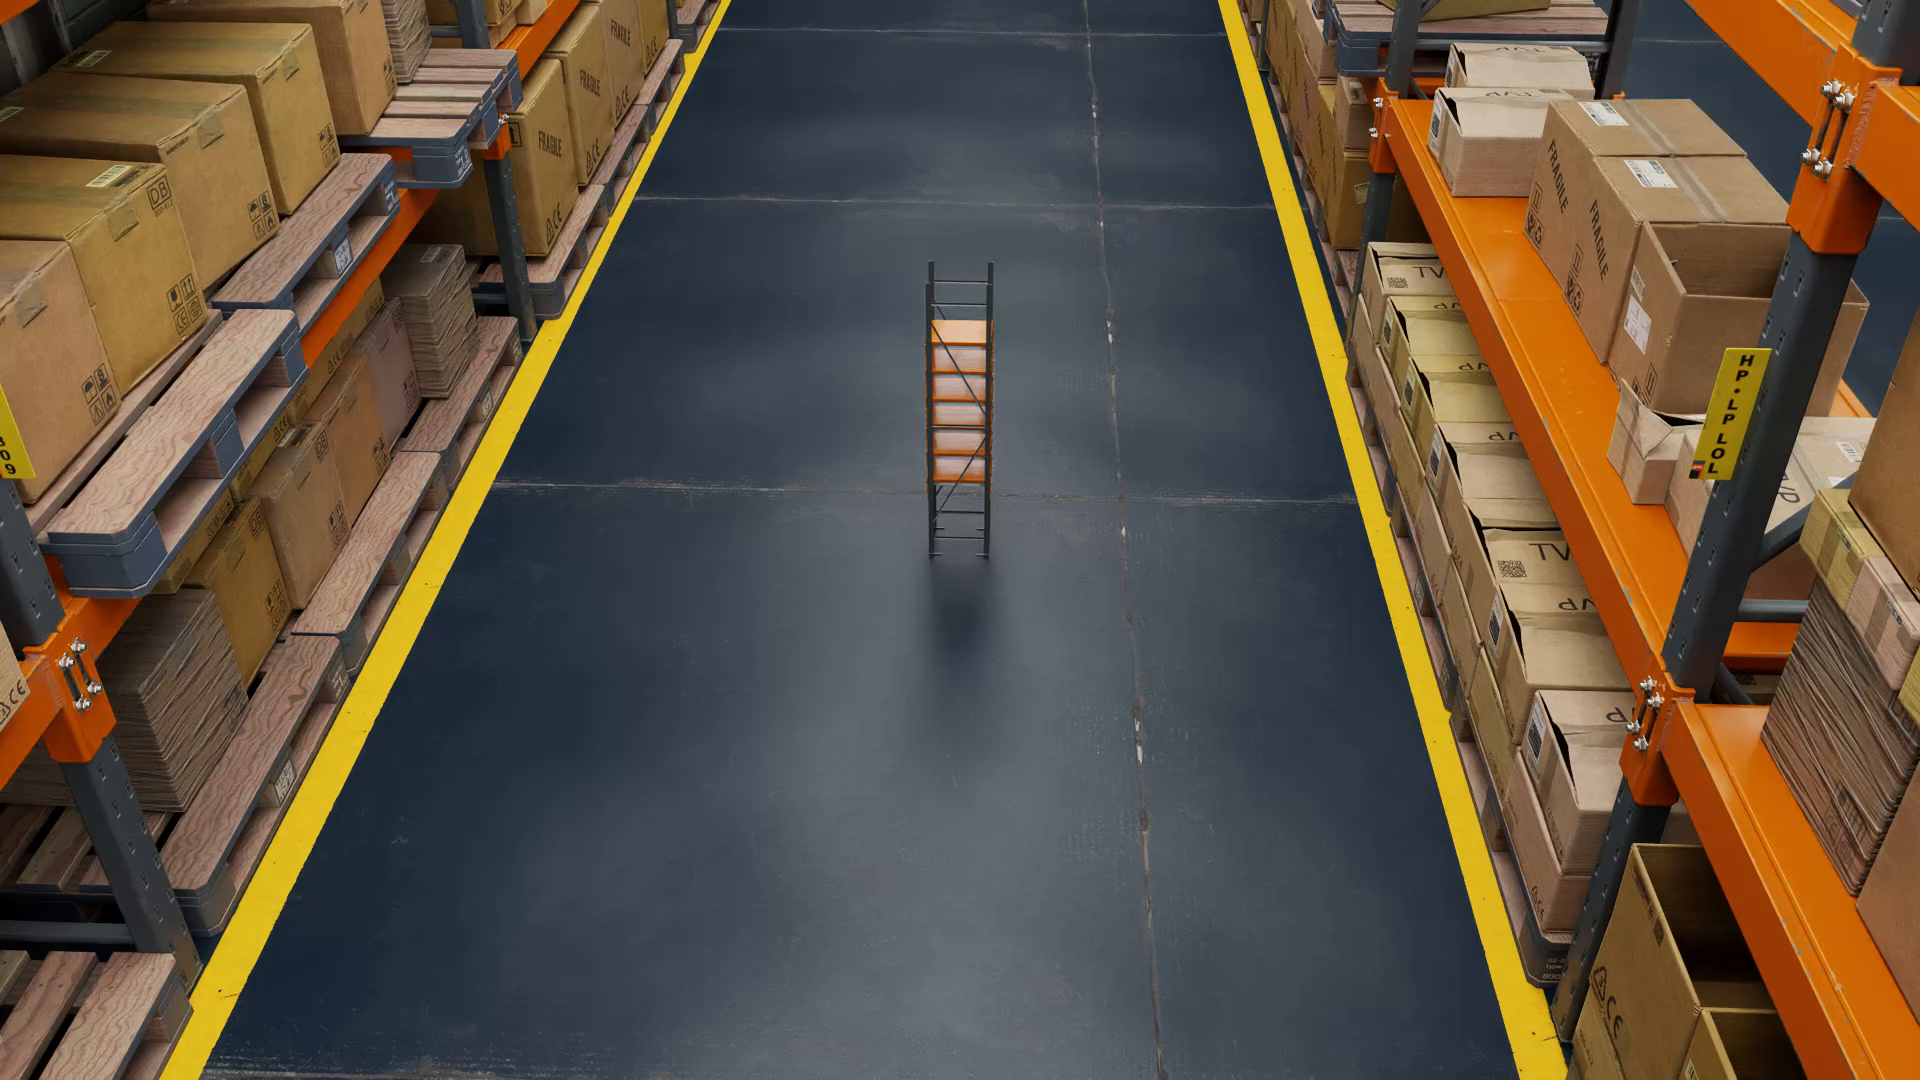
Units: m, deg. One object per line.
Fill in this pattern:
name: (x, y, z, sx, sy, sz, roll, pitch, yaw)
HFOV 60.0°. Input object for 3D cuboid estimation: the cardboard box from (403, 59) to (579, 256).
cardboard box: (-2.426, -1.942, 8.409, 0.750, 0.750, 0.750, 1, 35, 1)

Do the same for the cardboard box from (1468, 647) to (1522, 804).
cardboard box: (1.952, 0.598, 5.317, 0.500, 0.250, 0.500, 1, 35, 1)

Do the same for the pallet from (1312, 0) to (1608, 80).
pallet: (2.321, -2.431, 7.767, 1.213, 0.211, 1.003, 1, 35, 2)

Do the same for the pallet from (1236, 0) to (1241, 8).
pallet: (2.599, -4.373, 12.788, 1.003, 0.211, 1.213, 1, 35, 2)

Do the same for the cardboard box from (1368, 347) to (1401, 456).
cardboard box: (2.030, -0.582, 6.996, 0.500, 0.250, 0.500, 0, 35, 1)

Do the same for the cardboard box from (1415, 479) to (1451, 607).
cardboard box: (1.994, 0.011, 6.151, 0.500, 0.250, 0.500, 2, 35, 3)

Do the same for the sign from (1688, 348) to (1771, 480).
sign: (1.660, -0.268, 3.585, 0.100, 0.325, 0.005, 1, 35, 2)

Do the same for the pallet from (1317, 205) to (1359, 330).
pallet: (2.431, -1.405, 8.566, 1.003, 0.211, 1.213, 1, 35, 2)

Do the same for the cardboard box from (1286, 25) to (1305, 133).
cardboard box: (2.223, -2.708, 9.785, 0.500, 0.500, 0.500, 2, 35, 2)

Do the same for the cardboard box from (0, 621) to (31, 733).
cardboard box: (-2.463, 0.400, 3.685, 0.500, 0.250, 0.500, 1, 35, 2)

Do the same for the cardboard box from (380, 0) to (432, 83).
cardboard box: (-2.595, -2.181, 6.775, 0.700, 0.500, 0.500, -3, 35, -4)

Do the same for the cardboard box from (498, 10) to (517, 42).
cardboard box: (-2.323, -2.464, 7.849, 0.380, 0.149, 0.250, 2, 35, 3)

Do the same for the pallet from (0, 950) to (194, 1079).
pallet: (-2.739, 1.595, 4.296, 1.003, 0.211, 1.213, 1, 35, 2)

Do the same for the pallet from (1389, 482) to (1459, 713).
pallet: (2.240, 0.194, 6.290, 1.003, 0.211, 1.213, 1, 35, 2)

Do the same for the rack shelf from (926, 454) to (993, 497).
rack shelf: (-0.001, -0.250, 6.557, 0.258, 0.103, 0.180, 1, 35, 2)

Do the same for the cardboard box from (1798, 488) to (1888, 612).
cardboard box: (1.998, 0.024, 3.457, 0.380, 0.149, 0.250, 1, 35, 2)

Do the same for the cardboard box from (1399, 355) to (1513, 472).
cardboard box: (2.014, -0.505, 6.399, 0.500, 0.311, 0.500, 0, 35, 1)

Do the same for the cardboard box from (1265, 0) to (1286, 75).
cardboard box: (2.261, -3.301, 10.630, 0.500, 0.500, 0.500, 0, 35, 0)

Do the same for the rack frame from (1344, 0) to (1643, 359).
rack frame: (2.363, -2.118, 7.155, 1.000, 3.000, 0.127, 1, 35, 2)

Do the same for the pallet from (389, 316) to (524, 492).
pallet: (-2.619, -0.641, 7.478, 1.003, 0.211, 1.213, 1, 35, 2)

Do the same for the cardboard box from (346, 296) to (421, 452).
cardboard box: (-2.700, -0.680, 6.900, 0.700, 0.500, 0.500, 1, 35, 2)

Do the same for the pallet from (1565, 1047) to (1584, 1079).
pallet: (2.129, 1.777, 4.038, 1.003, 0.211, 1.213, 1, 35, 2)

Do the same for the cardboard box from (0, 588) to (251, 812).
cardboard box: (-2.734, 0.487, 5.239, 0.700, 0.500, 0.500, 2, 35, 3)

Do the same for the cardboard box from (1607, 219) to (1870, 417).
cardboard box: (2.271, -0.604, 4.914, 0.500, 0.500, 0.500, 4, 35, 5)

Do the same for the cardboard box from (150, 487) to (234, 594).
cardboard box: (-2.720, -0.073, 5.384, 0.500, 0.250, 0.500, 1, 35, 1)

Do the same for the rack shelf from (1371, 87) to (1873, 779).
rack shelf: (2.283, -0.675, 5.727, 1.077, 0.370, 4.000, 1, 35, 2)

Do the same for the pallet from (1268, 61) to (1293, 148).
pallet: (2.529, -2.807, 10.561, 1.003, 0.211, 1.213, 1, 35, 2)

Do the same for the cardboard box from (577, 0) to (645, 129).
cardboard box: (-2.355, -2.934, 9.820, 0.750, 0.750, 0.750, 2, 35, 3)

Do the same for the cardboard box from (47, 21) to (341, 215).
cardboard box: (-2.623, -1.465, 5.756, 0.700, 0.500, 0.500, 1, 35, 2)

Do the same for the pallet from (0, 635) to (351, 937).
pallet: (-2.717, 0.761, 5.483, 1.003, 0.211, 1.213, 1, 35, 2)

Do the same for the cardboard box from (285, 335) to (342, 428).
cardboard box: (-2.664, -0.658, 6.217, 0.500, 0.250, 0.500, 1, 35, 2)

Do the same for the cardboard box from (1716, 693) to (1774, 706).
cardboard box: (2.468, 0.672, 4.723, 0.500, 0.311, 0.500, 1, 35, 2)

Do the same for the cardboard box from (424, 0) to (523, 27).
cardboard box: (-2.311, -2.674, 7.584, 0.500, 0.500, 0.500, 2, 35, 3)

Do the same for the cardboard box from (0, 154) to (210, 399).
cardboard box: (-2.663, -0.766, 4.761, 0.700, 0.500, 0.500, 5, 35, 7)

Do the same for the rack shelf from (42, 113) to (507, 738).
rack shelf: (-2.667, -0.787, 5.887, 1.077, 0.370, 4.000, 1, 35, 2)

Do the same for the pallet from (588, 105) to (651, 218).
pallet: (-2.428, -2.240, 9.753, 1.003, 0.211, 1.213, 1, 35, 2)

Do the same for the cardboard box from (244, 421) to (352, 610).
cardboard box: (-2.703, -0.103, 6.079, 0.700, 0.500, 0.500, 2, 35, 2)

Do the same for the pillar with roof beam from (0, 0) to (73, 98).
pillar with roof beam: (0.799, -3.858, 4.414, 9.100, 9.000, 0.400, 1, 35, 2)

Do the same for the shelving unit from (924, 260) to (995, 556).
shelving unit: (-0.001, -0.483, 6.393, 0.258, 1.200, 0.189, 1, 35, 2)

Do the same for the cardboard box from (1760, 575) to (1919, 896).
cardboard box: (2.191, 0.394, 3.493, 0.700, 0.500, 0.500, 0, 35, 1)

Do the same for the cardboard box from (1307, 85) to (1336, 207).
cardboard box: (2.188, -2.115, 8.943, 0.500, 0.500, 0.500, 0, 35, 0)

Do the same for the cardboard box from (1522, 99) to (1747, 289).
cardboard box: (2.312, -1.195, 5.754, 0.500, 0.500, 0.500, 0, 35, -1)

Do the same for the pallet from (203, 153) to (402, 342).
pallet: (-2.625, -1.014, 5.750, 1.003, 0.211, 1.213, 1, 35, 2)

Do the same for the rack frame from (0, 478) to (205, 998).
rack frame: (-2.747, 0.068, 4.045, 1.000, 3.000, 0.127, 1, 35, 2)

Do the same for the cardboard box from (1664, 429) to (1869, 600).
cardboard box: (2.179, -0.042, 4.332, 0.500, 0.250, 0.500, 3, 35, 5)

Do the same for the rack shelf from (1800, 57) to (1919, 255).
rack shelf: (2.122, 0.396, 1.594, 1.077, 0.370, 4.000, 1, 35, 2)

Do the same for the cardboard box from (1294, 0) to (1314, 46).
cardboard box: (2.221, -3.034, 9.597, 0.500, 0.250, 0.500, 1, 35, 2)

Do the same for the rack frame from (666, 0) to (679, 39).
rack frame: (-2.426, -4.528, 10.585, 1.000, 3.000, 0.127, 1, 35, 2)

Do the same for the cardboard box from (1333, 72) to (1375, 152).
cardboard box: (2.164, -2.157, 8.350, 0.500, 0.250, 0.500, 3, 35, 4)

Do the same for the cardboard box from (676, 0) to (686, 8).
cardboard box: (-2.293, -4.105, 11.791, 0.700, 0.500, 0.500, 2, 35, 2)

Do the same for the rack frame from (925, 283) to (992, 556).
rack frame: (-0.004, -0.430, 6.318, 0.240, 1.200, 0.006, 1, 35, 2)

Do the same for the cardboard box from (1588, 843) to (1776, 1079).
cardboard box: (1.871, 1.086, 3.971, 0.500, 0.500, 0.500, 1, 35, 2)

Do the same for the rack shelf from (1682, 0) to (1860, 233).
rack shelf: (2.283, -1.902, 4.864, 1.077, 0.370, 4.000, 1, 35, 2)

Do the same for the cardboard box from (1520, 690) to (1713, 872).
cardboard box: (1.933, 0.664, 4.734, 0.500, 0.311, 0.500, 1, 35, 2)

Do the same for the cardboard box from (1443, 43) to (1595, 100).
cardboard box: (2.305, -1.874, 6.885, 0.500, 0.311, 0.500, 3, 35, 5)

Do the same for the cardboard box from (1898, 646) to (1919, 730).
cardboard box: (1.980, 0.316, 3.040, 0.380, 0.149, 0.250, 0, 35, 1)

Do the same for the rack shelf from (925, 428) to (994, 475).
rack shelf: (-0.001, -0.348, 6.488, 0.258, 0.103, 0.180, 1, 35, 2)

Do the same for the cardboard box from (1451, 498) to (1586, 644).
cardboard box: (1.970, 0.079, 5.568, 0.500, 0.311, 0.500, 1, 35, 2)

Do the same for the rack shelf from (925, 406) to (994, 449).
rack shelf: (-0.001, -0.446, 6.419, 0.258, 0.103, 0.180, 1, 35, 2)

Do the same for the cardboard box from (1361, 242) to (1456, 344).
cardboard box: (2.049, -1.100, 7.245, 0.500, 0.311, 0.500, 2, 35, 3)
